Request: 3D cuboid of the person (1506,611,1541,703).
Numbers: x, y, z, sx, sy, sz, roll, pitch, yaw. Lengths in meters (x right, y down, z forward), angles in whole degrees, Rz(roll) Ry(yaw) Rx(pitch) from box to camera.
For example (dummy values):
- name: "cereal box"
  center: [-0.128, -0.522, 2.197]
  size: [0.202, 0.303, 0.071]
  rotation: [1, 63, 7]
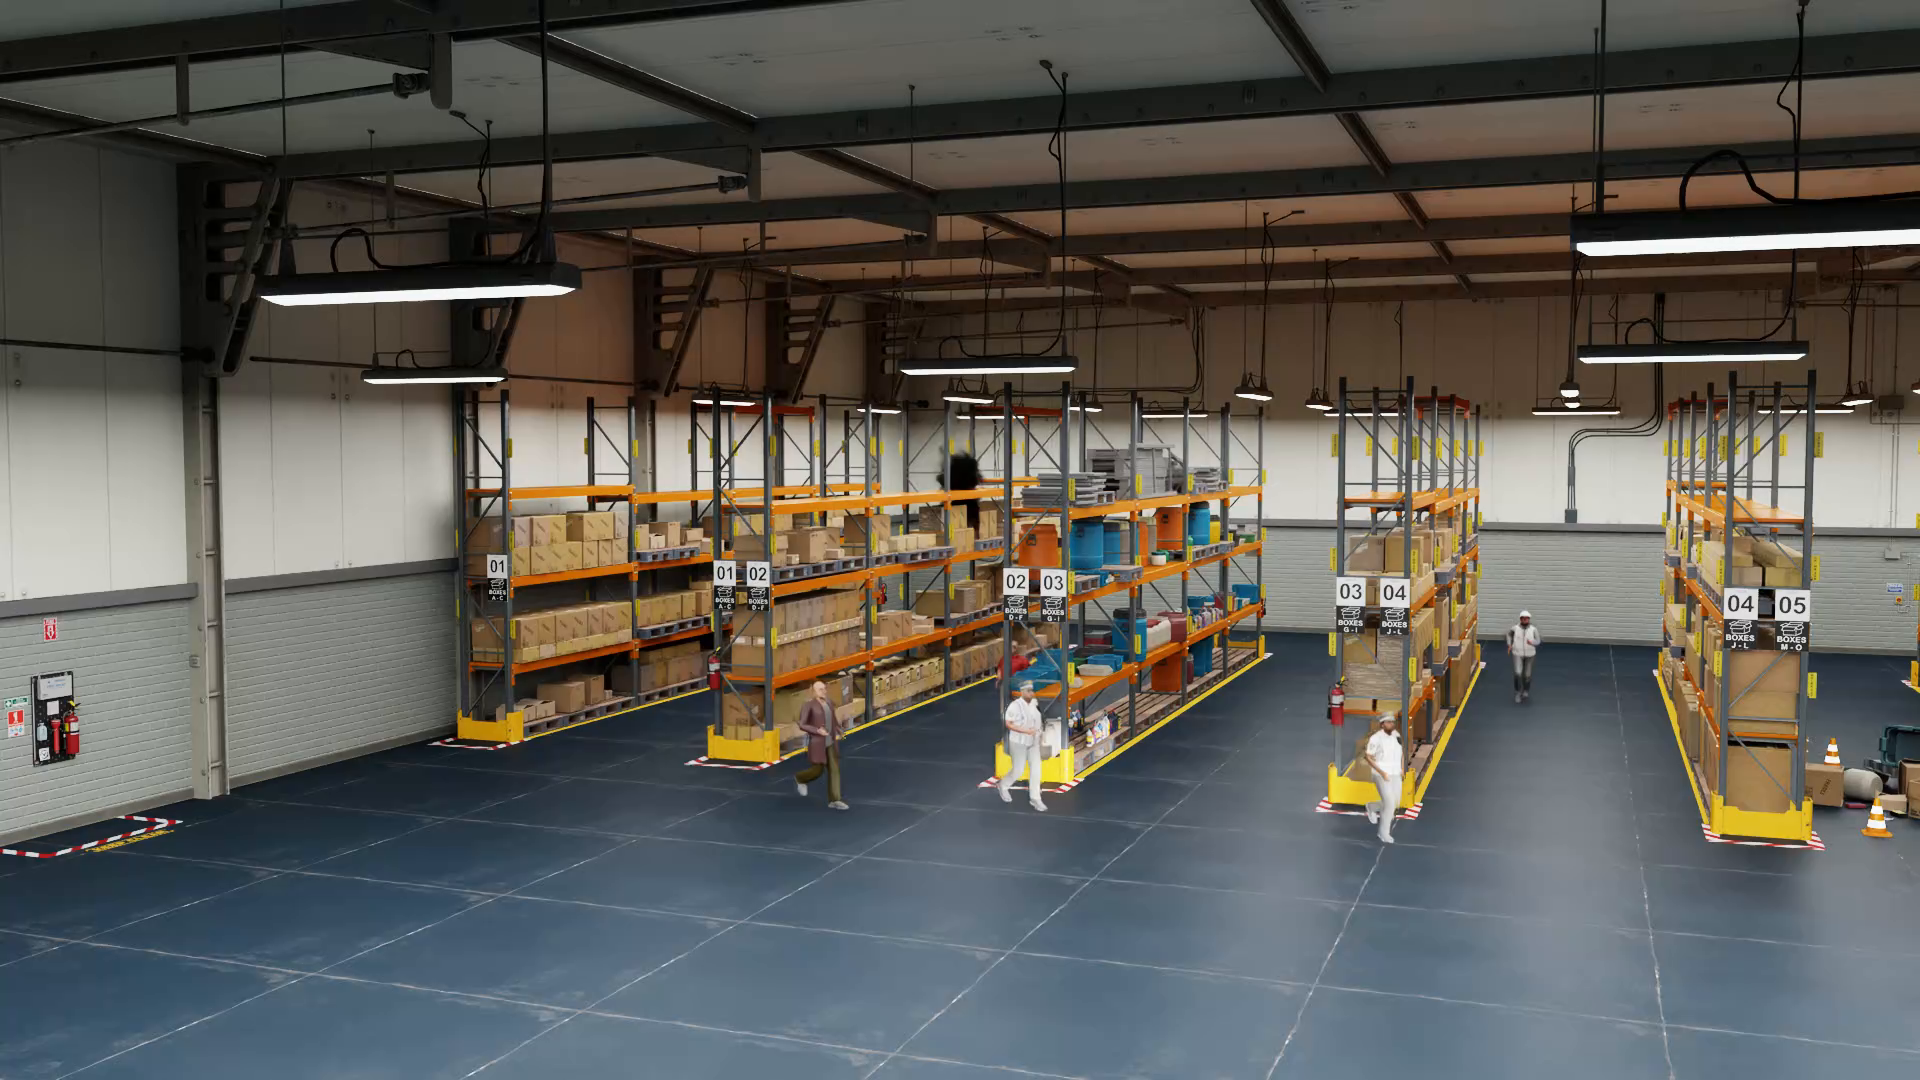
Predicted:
- name: "person"
  center: [11.147, 2.311, 32.893]
  size: [0.625, 1.832, 0.753]
  rotation: [1, 3, 14]

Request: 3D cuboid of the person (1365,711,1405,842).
- name: "person"
  center: [5.431, 3.006, 21.366]
  size: [0.592, 1.686, 0.625]
  rotation: [-2, 3, -26]

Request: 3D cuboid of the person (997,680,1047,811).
- name: "person"
  center: [0.894, 2.840, 23.240]
  size: [0.686, 1.808, 0.870]
  rotation: [-3, 4, -39]

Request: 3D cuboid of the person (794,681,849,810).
- name: "person"
  center: [-1.911, 2.839, 23.164]
  size: [0.724, 1.742, 1.079]
  rotation: [-3, 4, -41]

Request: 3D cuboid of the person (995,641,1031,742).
- name: "person"
  center: [0.906, 2.576, 28.515]
  size: [0.674, 1.696, 0.907]
  rotation: [1, 3, 19]
